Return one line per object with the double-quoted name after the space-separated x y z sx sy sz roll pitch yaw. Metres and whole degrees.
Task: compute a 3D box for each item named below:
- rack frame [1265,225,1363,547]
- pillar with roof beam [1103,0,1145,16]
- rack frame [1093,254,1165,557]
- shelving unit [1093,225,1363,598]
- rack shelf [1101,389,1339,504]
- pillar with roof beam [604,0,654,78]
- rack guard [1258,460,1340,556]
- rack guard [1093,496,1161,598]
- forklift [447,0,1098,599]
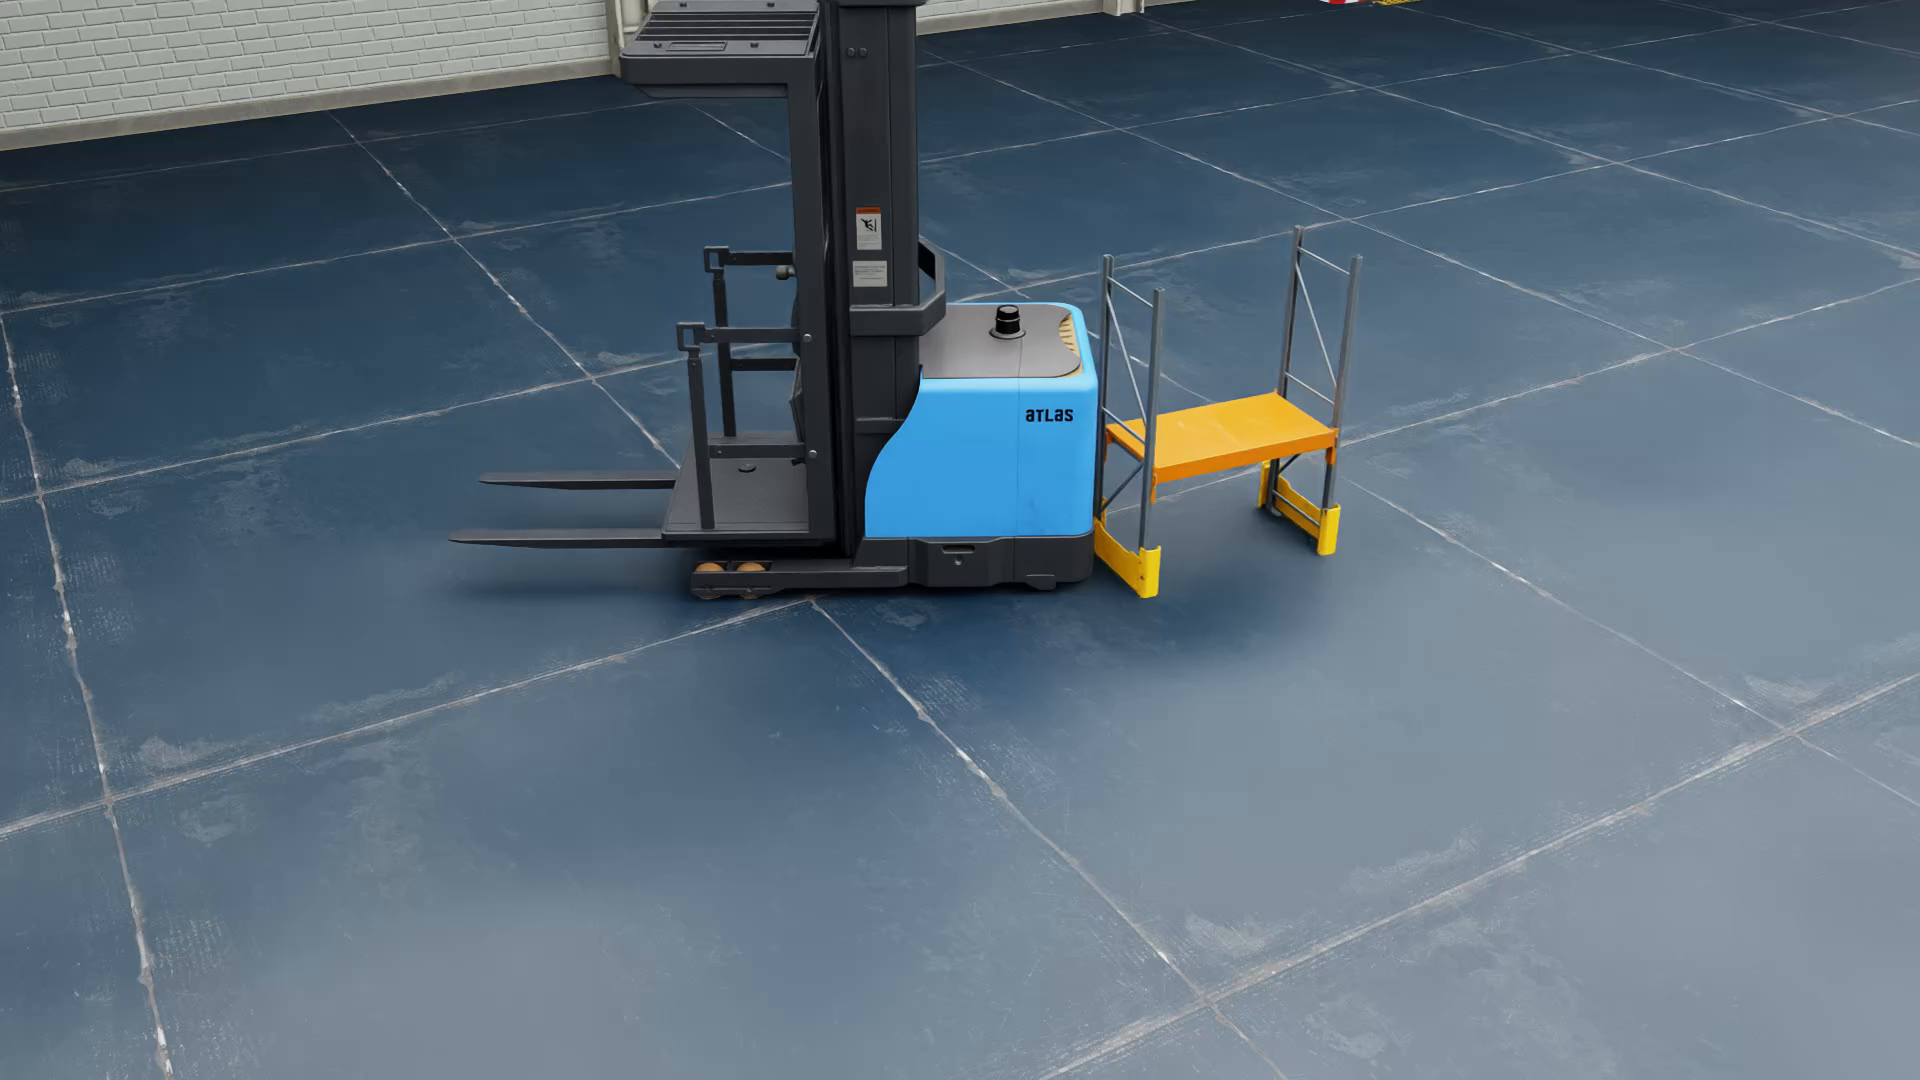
1.686 -0.715 7.992 0.032 1.500 0.500 -12 31 -21 "rack frame"
4.083 -8.316 14.006 0.400 9.000 9.100 -16 33 -26 "pillar with roof beam"
0.757 -0.514 7.630 0.032 1.500 0.500 -12 31 -21 "rack frame"
1.230 -0.616 7.814 1.083 1.500 0.587 -12 31 -21 "shelving unit"
1.222 -0.457 7.898 1.000 0.185 0.538 -12 31 -21 "rack shelf"
-1.090 -6.847 11.344 0.400 9.000 9.100 -16 33 -26 "pillar with roof beam"
1.685 -0.167 8.294 0.087 0.250 0.587 -12 31 -21 "rack guard"
0.775 0.029 7.939 0.087 0.250 0.587 -12 31 -21 "rack guard"
-0.897 -1.265 7.509 3.031 2.935 1.130 -1 29 -1 "forklift"
